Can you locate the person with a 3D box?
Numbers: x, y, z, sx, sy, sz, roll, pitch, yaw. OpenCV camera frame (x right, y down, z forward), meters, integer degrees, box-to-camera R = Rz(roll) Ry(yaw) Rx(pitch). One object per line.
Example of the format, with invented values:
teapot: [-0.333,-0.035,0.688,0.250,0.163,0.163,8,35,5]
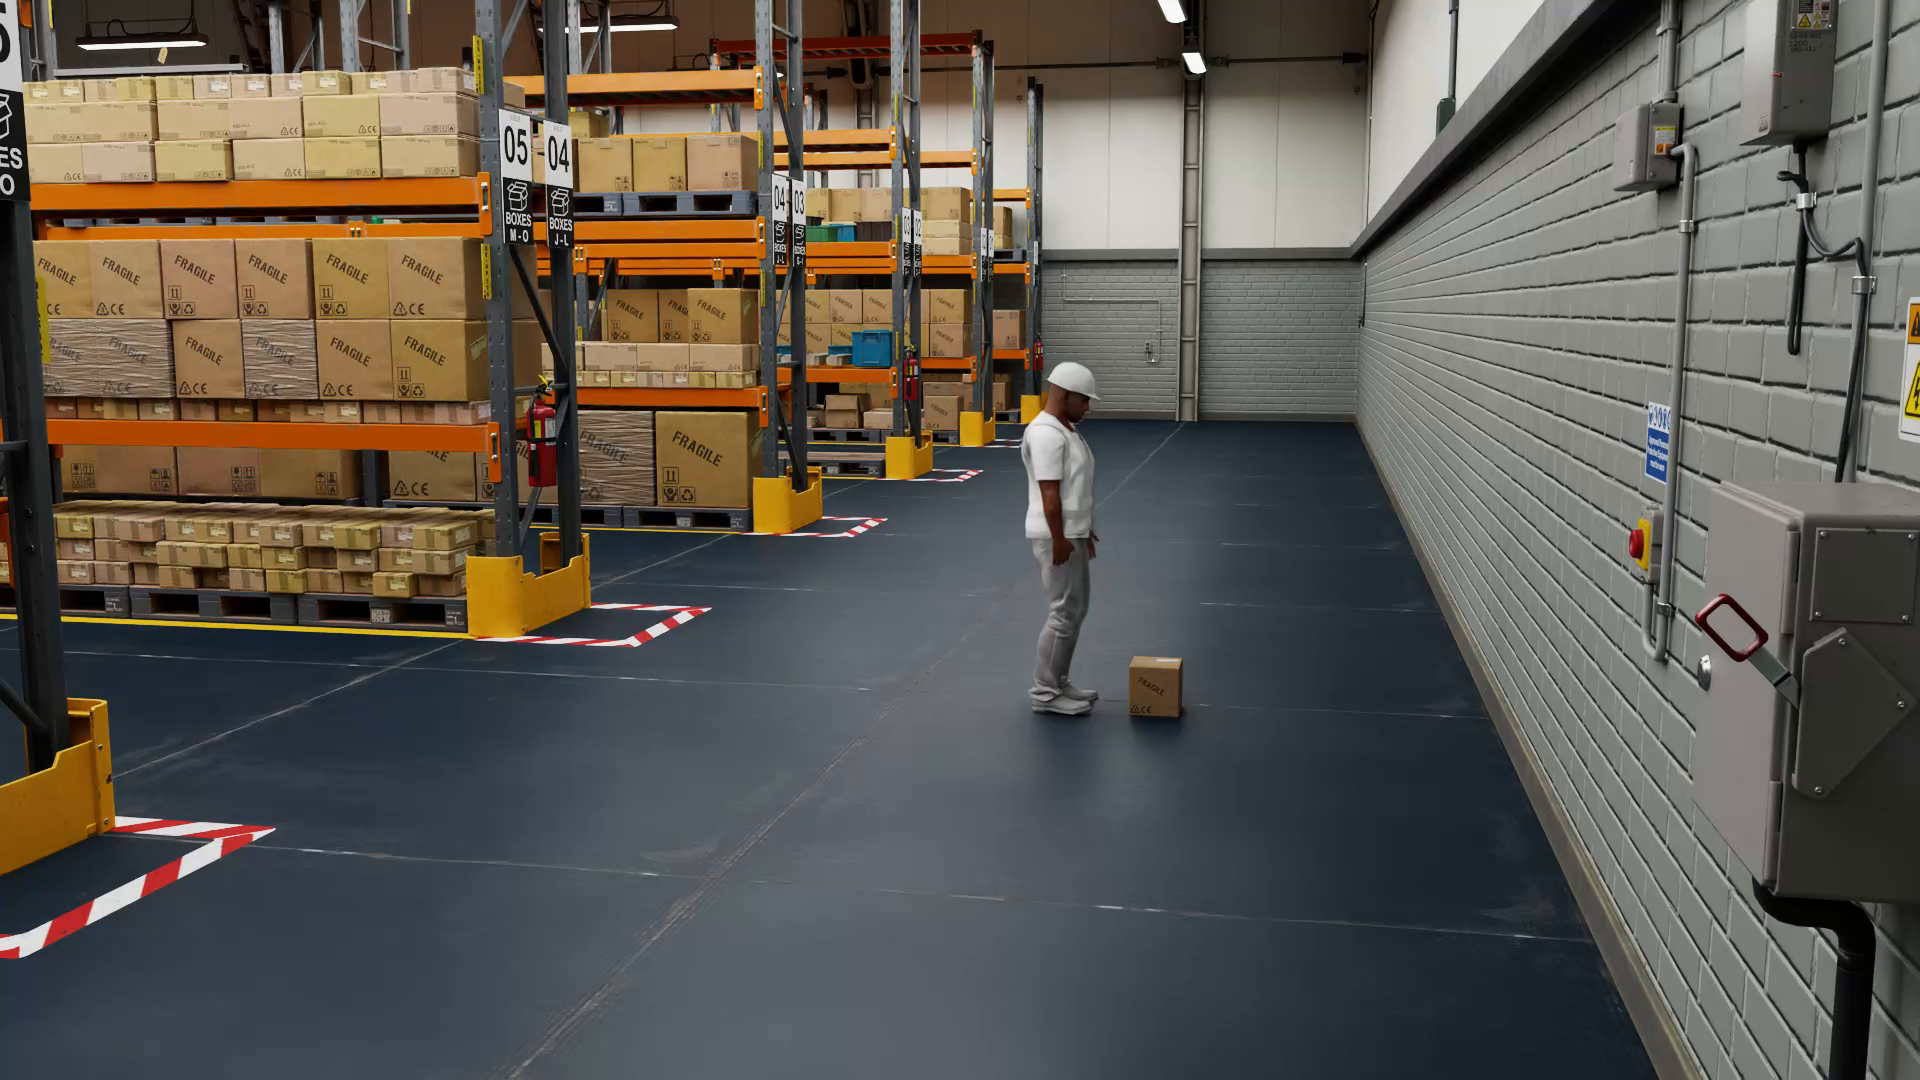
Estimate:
person: [0.520,-0.020,8.409,0.379,1.753,0.571,2,8,12]
